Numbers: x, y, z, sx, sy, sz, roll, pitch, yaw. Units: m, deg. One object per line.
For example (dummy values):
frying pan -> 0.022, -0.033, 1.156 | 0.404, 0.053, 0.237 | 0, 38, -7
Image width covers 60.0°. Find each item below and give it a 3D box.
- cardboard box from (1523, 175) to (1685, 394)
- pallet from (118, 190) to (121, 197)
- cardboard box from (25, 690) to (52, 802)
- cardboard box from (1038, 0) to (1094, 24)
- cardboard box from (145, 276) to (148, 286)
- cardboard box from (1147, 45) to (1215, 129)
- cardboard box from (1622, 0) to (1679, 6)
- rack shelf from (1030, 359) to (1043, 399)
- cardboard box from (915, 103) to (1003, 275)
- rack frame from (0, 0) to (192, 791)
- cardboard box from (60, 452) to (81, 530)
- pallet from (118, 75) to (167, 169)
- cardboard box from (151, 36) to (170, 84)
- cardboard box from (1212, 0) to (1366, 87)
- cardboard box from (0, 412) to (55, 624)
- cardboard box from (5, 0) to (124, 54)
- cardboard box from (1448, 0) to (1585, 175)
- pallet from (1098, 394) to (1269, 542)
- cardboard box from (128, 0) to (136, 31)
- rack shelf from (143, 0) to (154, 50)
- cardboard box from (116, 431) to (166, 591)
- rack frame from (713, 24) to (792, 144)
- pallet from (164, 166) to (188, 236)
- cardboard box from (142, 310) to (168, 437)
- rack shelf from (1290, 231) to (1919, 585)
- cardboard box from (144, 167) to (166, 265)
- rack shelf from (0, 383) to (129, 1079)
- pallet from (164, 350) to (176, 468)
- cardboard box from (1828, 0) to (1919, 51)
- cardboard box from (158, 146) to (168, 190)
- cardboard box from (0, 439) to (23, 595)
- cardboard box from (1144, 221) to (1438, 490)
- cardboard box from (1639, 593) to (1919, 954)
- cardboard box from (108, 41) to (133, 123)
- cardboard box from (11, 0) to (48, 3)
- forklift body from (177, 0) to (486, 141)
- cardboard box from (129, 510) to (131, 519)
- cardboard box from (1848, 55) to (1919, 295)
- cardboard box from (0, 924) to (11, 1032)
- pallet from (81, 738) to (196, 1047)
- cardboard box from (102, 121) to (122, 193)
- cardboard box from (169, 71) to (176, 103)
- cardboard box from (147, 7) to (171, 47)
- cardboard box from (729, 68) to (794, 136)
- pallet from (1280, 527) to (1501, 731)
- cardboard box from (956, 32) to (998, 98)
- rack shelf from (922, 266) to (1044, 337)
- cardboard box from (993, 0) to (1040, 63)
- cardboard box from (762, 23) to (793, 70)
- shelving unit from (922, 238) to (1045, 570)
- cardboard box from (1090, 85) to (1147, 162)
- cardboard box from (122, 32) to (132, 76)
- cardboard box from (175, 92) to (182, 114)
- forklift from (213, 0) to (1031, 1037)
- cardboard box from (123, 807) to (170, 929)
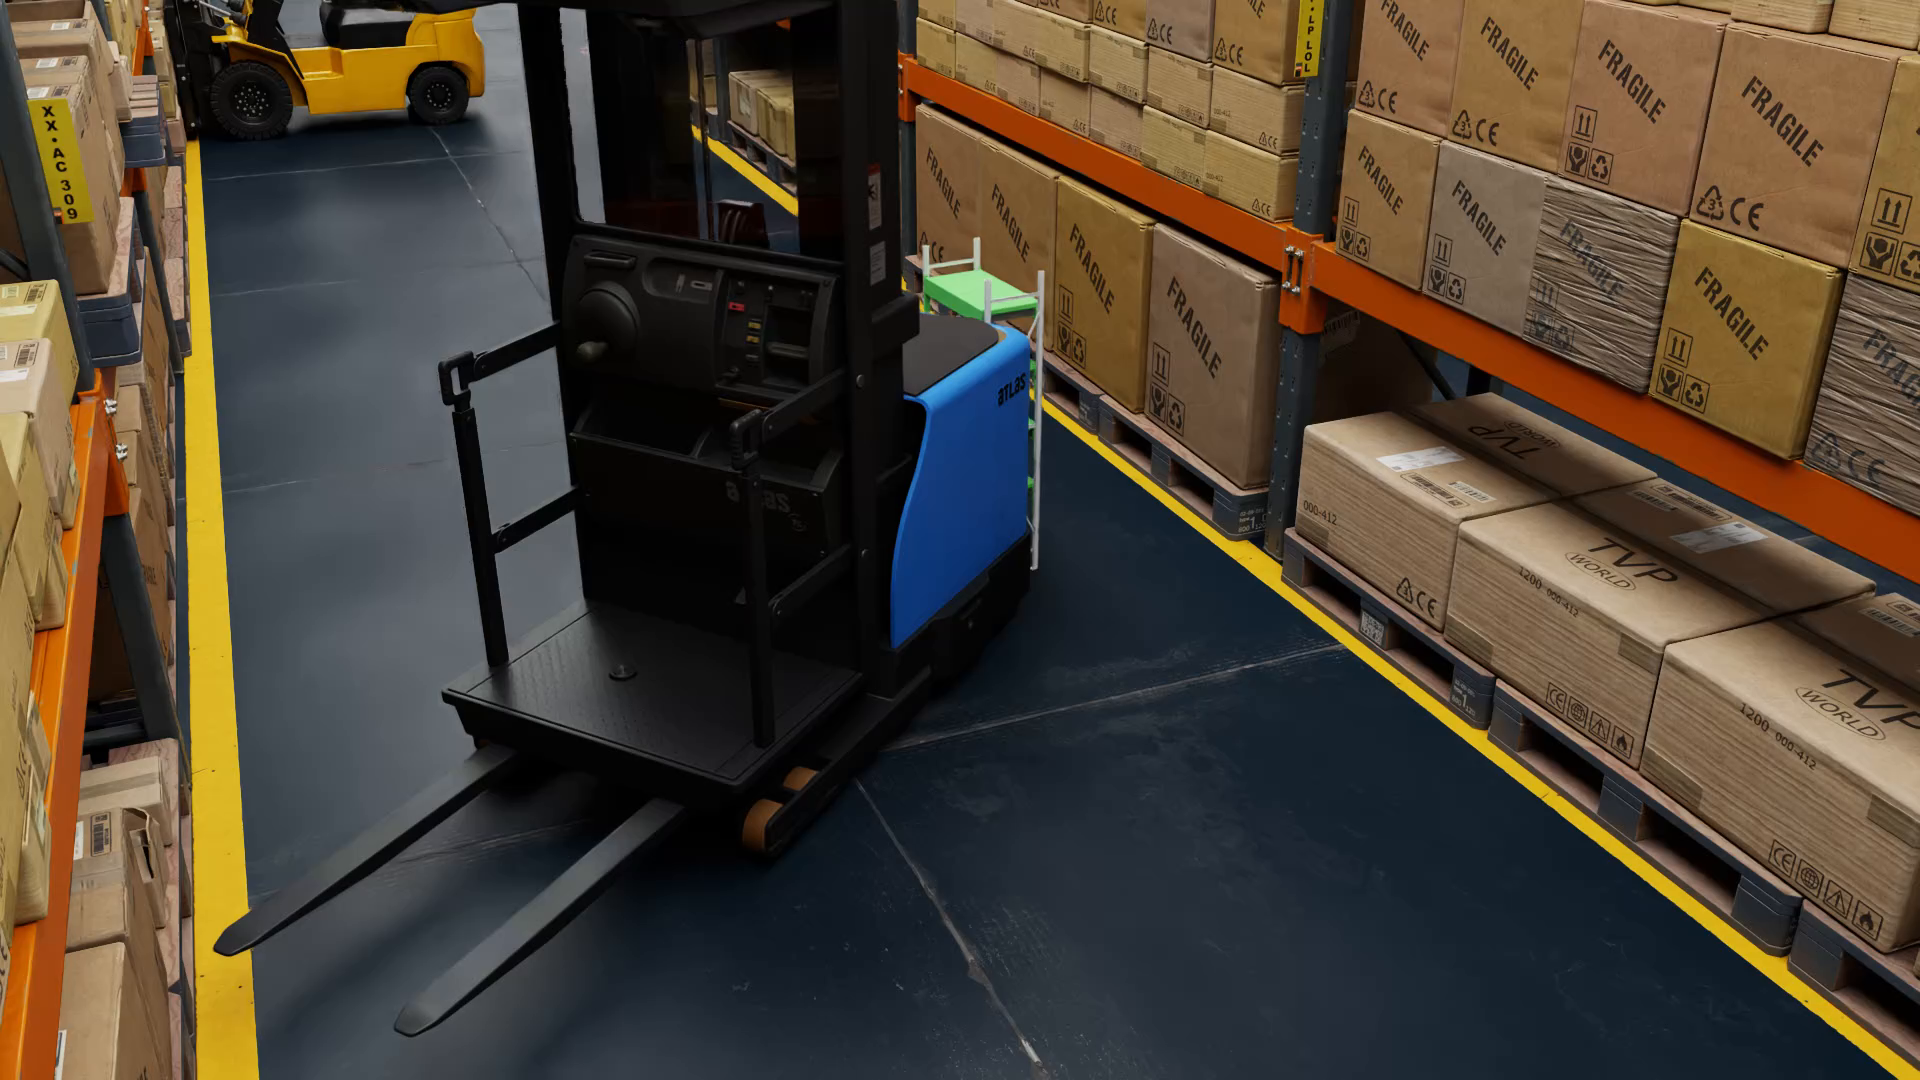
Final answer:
cardboard box -> 2.022, -0.770, 4.794 | 0.500, 0.500, 0.500 | -10, 28, -20
pallet -> -3.670, -1.255, 6.121 | 1.003, 0.211, 1.213 | -11, 28, -21
cardboard box -> -1.759, 0.405, 2.787 | 0.380, 0.149, 0.250 | -10, 28, -19
cardboard box -> 0.684, -2.619, 7.441 | 0.500, 0.500, 0.500 | -10, 28, -20
cardboard box -> -3.874, -1.222, 7.465 | 0.380, 0.149, 0.250 | -12, 29, -23
cardboard box -> 1.098, -1.859, 6.740 | 0.500, 0.250, 0.500 | -10, 28, -19
cardboard box -> 1.954, -1.559, 4.532 | 0.380, 0.149, 0.250 | -11, 28, -22
rack shelf -> 0.082, -0.661, 6.334 | 0.258, 0.148, 0.480 | -13, 29, -25
cardboard box -> 0.324, -1.921, 9.209 | 0.875, 0.875, 0.875 | -11, 28, -21
rack frame -> -2.869, -0.511, 4.378 | 1.000, 3.000, 0.127 | -11, 28, -21
cardboard box -> -2.266, -0.111, 3.844 | 0.380, 0.149, 0.250 | -10, 28, -19
pallet -> -4.105, -1.778, 7.191 | 1.213, 0.211, 1.003 | -11, 28, -21
cardboard box -> -5.903, -3.392, 11.795 | 0.500, 0.250, 0.500 | -11, 28, -21
cardboard box -> 1.291, -1.997, 6.167 | 0.500, 0.500, 0.500 | -10, 28, -19
cardboard box -> -2.052, -0.010, 3.184 | 0.500, 0.250, 0.500 | -11, 28, -21
cardboard box -> -4.361, -2.508, 8.070 | 0.500, 0.250, 0.500 | -11, 28, -21
cardboard box -> 1.852, -1.421, 4.987 | 0.500, 0.500, 0.500 | -11, 28, -21
pallet -> 1.325, -0.411, 7.351 | 1.003, 0.211, 1.213 | -11, 28, -21
cardboard box -> -5.196, -3.107, 9.866 | 0.500, 0.250, 0.500 | -10, 28, -20
rack shelf -> -6.785, -4.225, 12.804 | 1.077, 0.370, 4.000 | -11, 28, -21
cardboard box -> -3.069, -0.024, 5.750 | 0.500, 0.500, 0.500 | -11, 28, -21
rack frame -> -1.436, -4.595, 12.742 | 1.000, 3.000, 0.127 | -11, 28, -21
pallet -> -5.677, -2.197, 11.009 | 1.003, 0.211, 1.213 | -11, 28, -21
cardboard box -> -3.678, -0.643, 7.018 | 0.500, 0.500, 0.500 | -9, 28, -18
rack shelf -> 2.480, -0.235, 4.632 | 1.077, 0.370, 4.000 | -11, 28, -21
cardboard box -> -4.930, -1.764, 9.172 | 0.875, 0.625, 0.625 | -10, 28, -19
rack shelf -> -2.086, 0.620, 2.882 | 1.077, 0.370, 4.000 | -11, 28, -21
pallet -> -4.178, -0.565, 7.666 | 1.003, 0.211, 1.213 | -11, 28, -21
cardboard box -> 2.303, -1.262, 3.922 | 0.380, 0.149, 0.250 | -10, 28, -19
cardboard box -> -5.787, -2.653, 10.994 | 0.875, 0.625, 0.625 | -9, 28, -18
cardboard box -> -1.820, -0.134, 2.584 | 0.500, 0.500, 0.500 | -10, 28, -19
cardboard box -> 1.380, -0.836, 6.986 | 0.875, 0.875, 0.875 | -10, 28, -19
cardboard box -> 2.547, 0.595, 4.554 | 0.875, 0.438, 0.875 | -10, 28, -19
cardboard box -> -3.724, -1.877, 6.867 | 0.500, 0.250, 0.500 | -12, 28, -23
cardboard box -> -4.289, -2.641, 7.888 | 0.380, 0.149, 0.250 | -10, 28, -19
forklift body -> -5.147, -4.522, 13.560 | 2.313, 2.155, 1.214 | -11, 28, -21
cardboard box -> -2.765, -0.058, 5.082 | 0.380, 0.149, 0.250 | -9, 28, -18
cardboard box -> 2.433, -0.805, 3.726 | 0.500, 0.500, 0.500 | -11, 28, -21
cardboard box -> -1.430, 0.605, 1.925 | 0.500, 0.250, 0.500 | -10, 28, -20
pallet -> -2.601, 1.020, 4.421 | 1.003, 0.211, 1.213 | -11, 28, -21
cardboard box -> -3.060, -1.266, 5.599 | 0.396, 0.266, 0.258 | -9, 27, -18
cardboard box -> -6.106, -3.370, 12.318 | 0.500, 0.250, 0.500 | -11, 28, -21
cardboard box -> -6.497, -4.012, 13.065 | 0.500, 0.250, 0.500 | -11, 28, -22
cardboard box -> -1.228, -3.391, 12.794 | 0.950, 0.372, 0.625 | -10, 28, -20
pallet -> 1.923, 0.208, 6.083 | 1.003, 0.211, 1.213 | -11, 28, -21
cardboard box -> 0.308, -2.468, 8.556 | 0.500, 0.250, 0.500 | -11, 28, -22
rack shelf -> 0.082, -0.876, 6.229 | 0.258, 0.148, 0.480 | -13, 29, -25
cardboard box -> 0.487, -2.478, 8.008 | 0.500, 0.250, 0.500 | -11, 28, -21
cardboard box -> -1.419, -4.170, 13.672 | 0.500, 0.500, 0.500 | -9, 27, -18
shelving unit -> 0.082, -0.502, 6.411 | 0.258, 1.200, 0.503 | -13, 29, -25
cardboard box -> 0.911, -1.848, 7.288 | 0.500, 0.250, 0.500 | -11, 28, -22
cardboard box -> -4.577, -2.483, 8.588 | 0.500, 0.250, 0.500 | -11, 28, -22
cardboard box -> -6.315, -3.353, 12.854 | 0.500, 0.250, 0.500 | -10, 28, -20
forklift -> -0.870, -0.616, 4.672 | 1.130, 2.935, 3.031 | 13, 29, 25
cardboard box -> -2.241, 0.848, 4.233 | 0.396, 0.266, 0.258 | -10, 28, -19
